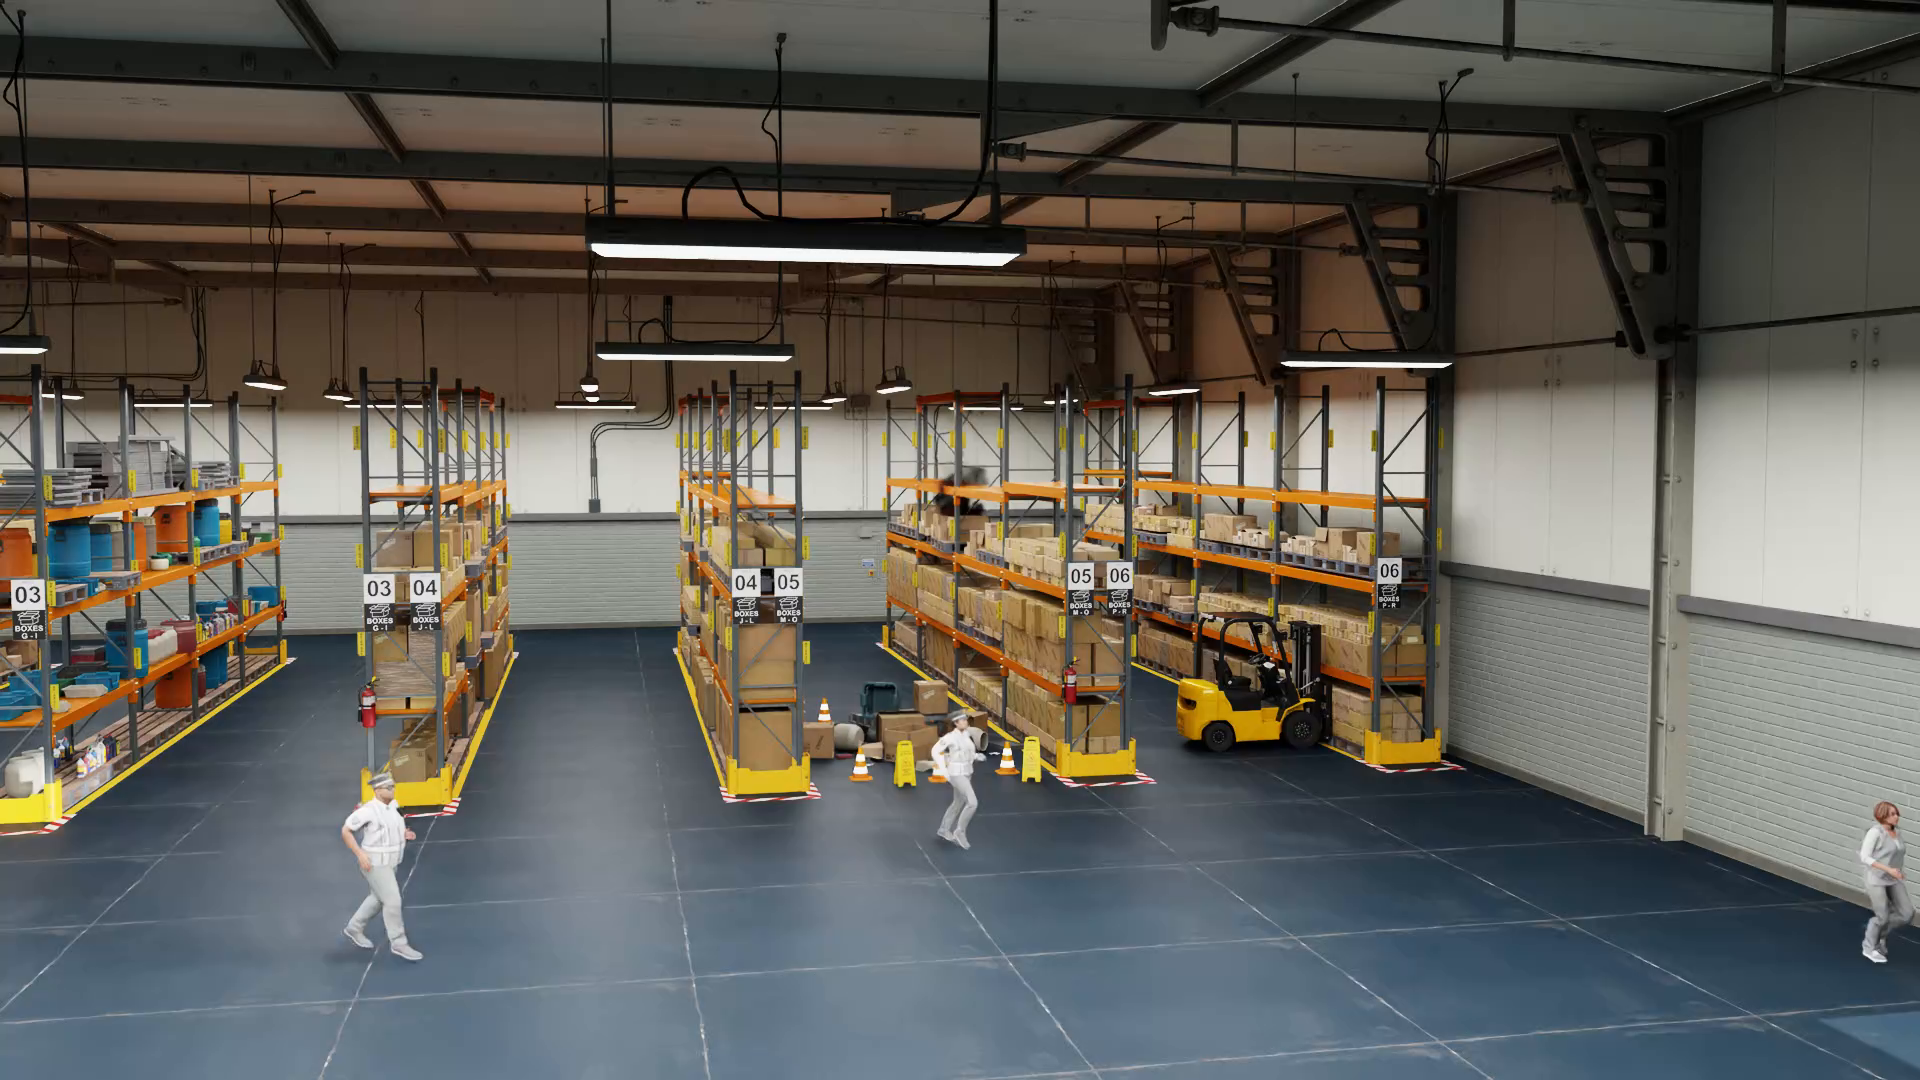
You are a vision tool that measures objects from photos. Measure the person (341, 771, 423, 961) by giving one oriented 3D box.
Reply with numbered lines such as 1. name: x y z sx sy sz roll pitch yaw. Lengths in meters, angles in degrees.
1. person: -5.600 3.137 16.142 0.879 1.793 0.665 1 3 9

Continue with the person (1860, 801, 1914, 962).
1. person: 8.836 3.272 15.851 0.538 1.564 0.536 -1 4 -19

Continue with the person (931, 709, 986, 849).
1. person: 0.006 2.938 20.525 0.710 1.728 0.581 2 4 27
